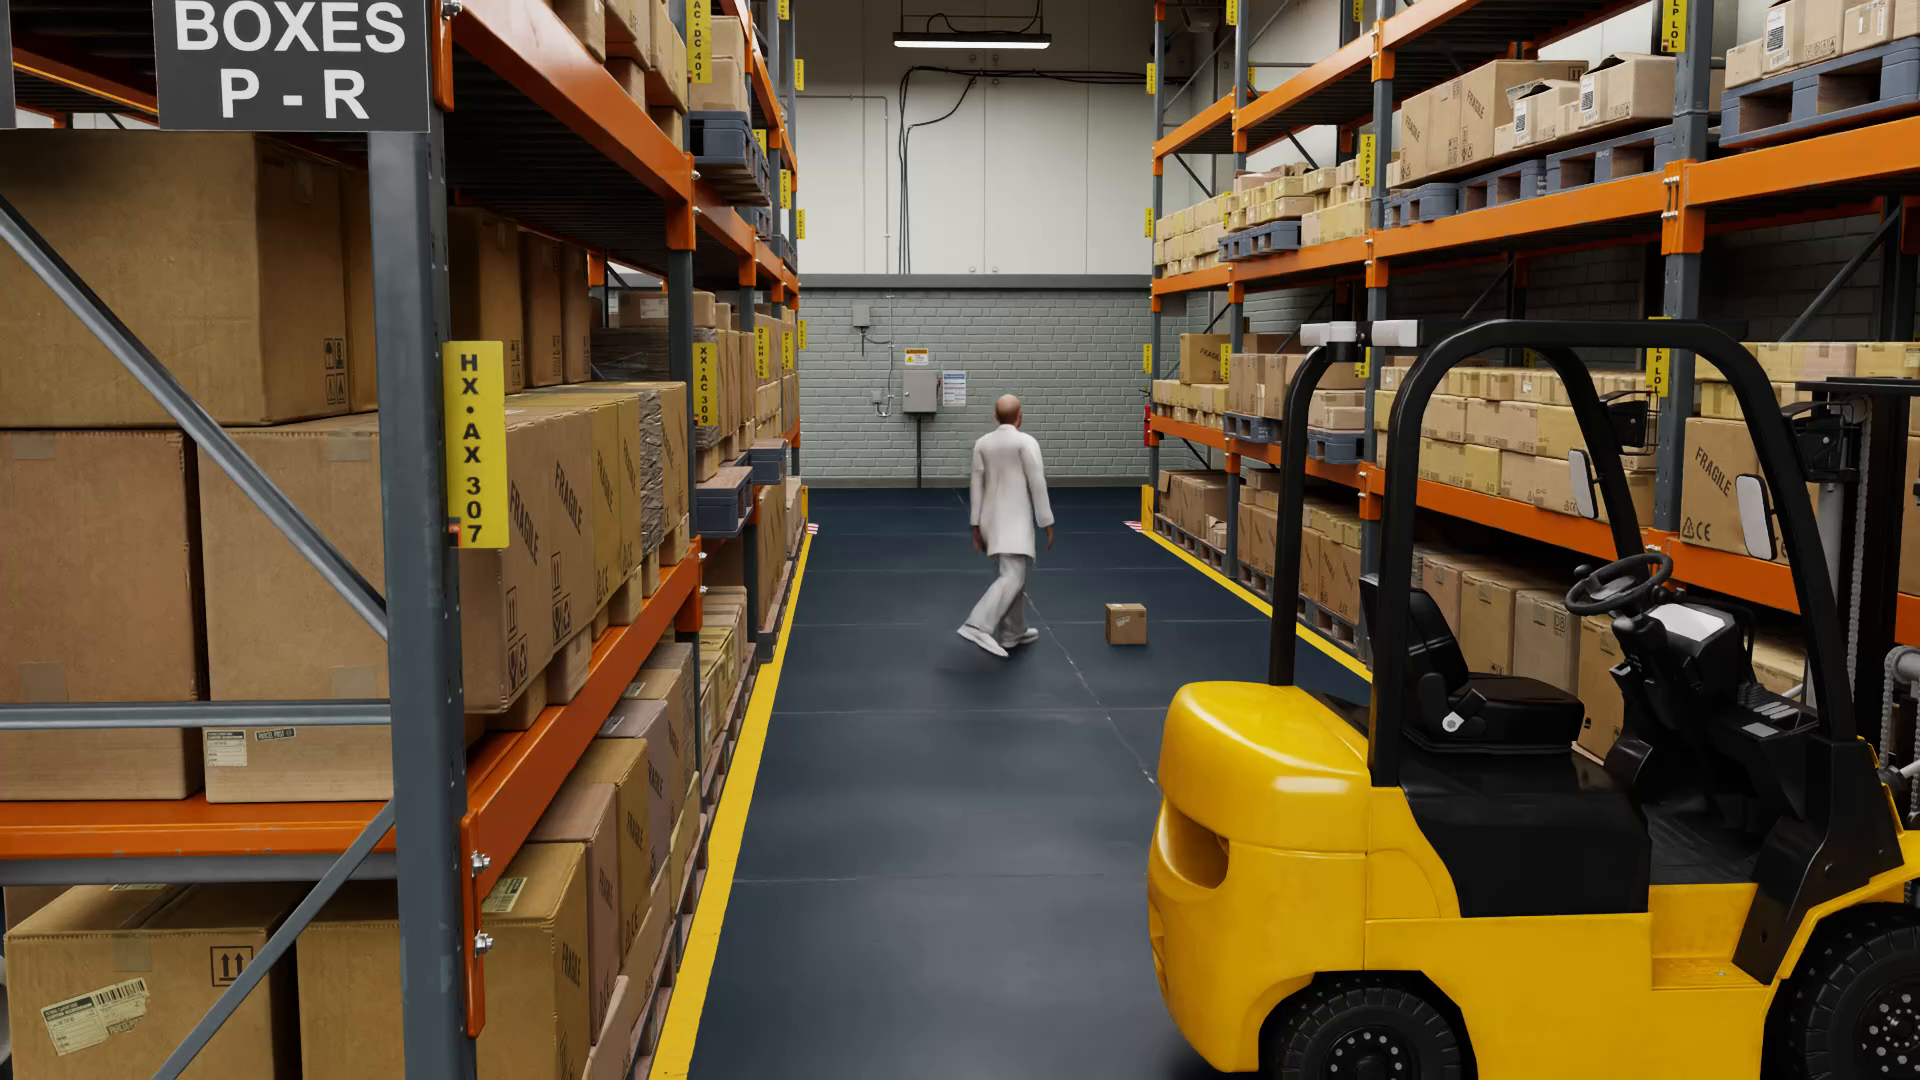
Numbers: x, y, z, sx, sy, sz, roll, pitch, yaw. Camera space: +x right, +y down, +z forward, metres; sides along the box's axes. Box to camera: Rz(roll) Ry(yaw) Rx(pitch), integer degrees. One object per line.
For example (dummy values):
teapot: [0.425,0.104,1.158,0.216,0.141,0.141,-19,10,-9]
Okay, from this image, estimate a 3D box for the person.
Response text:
person: [0.315,-0.042,11.131,1.016,1.638,0.712,-6,9,-39]
